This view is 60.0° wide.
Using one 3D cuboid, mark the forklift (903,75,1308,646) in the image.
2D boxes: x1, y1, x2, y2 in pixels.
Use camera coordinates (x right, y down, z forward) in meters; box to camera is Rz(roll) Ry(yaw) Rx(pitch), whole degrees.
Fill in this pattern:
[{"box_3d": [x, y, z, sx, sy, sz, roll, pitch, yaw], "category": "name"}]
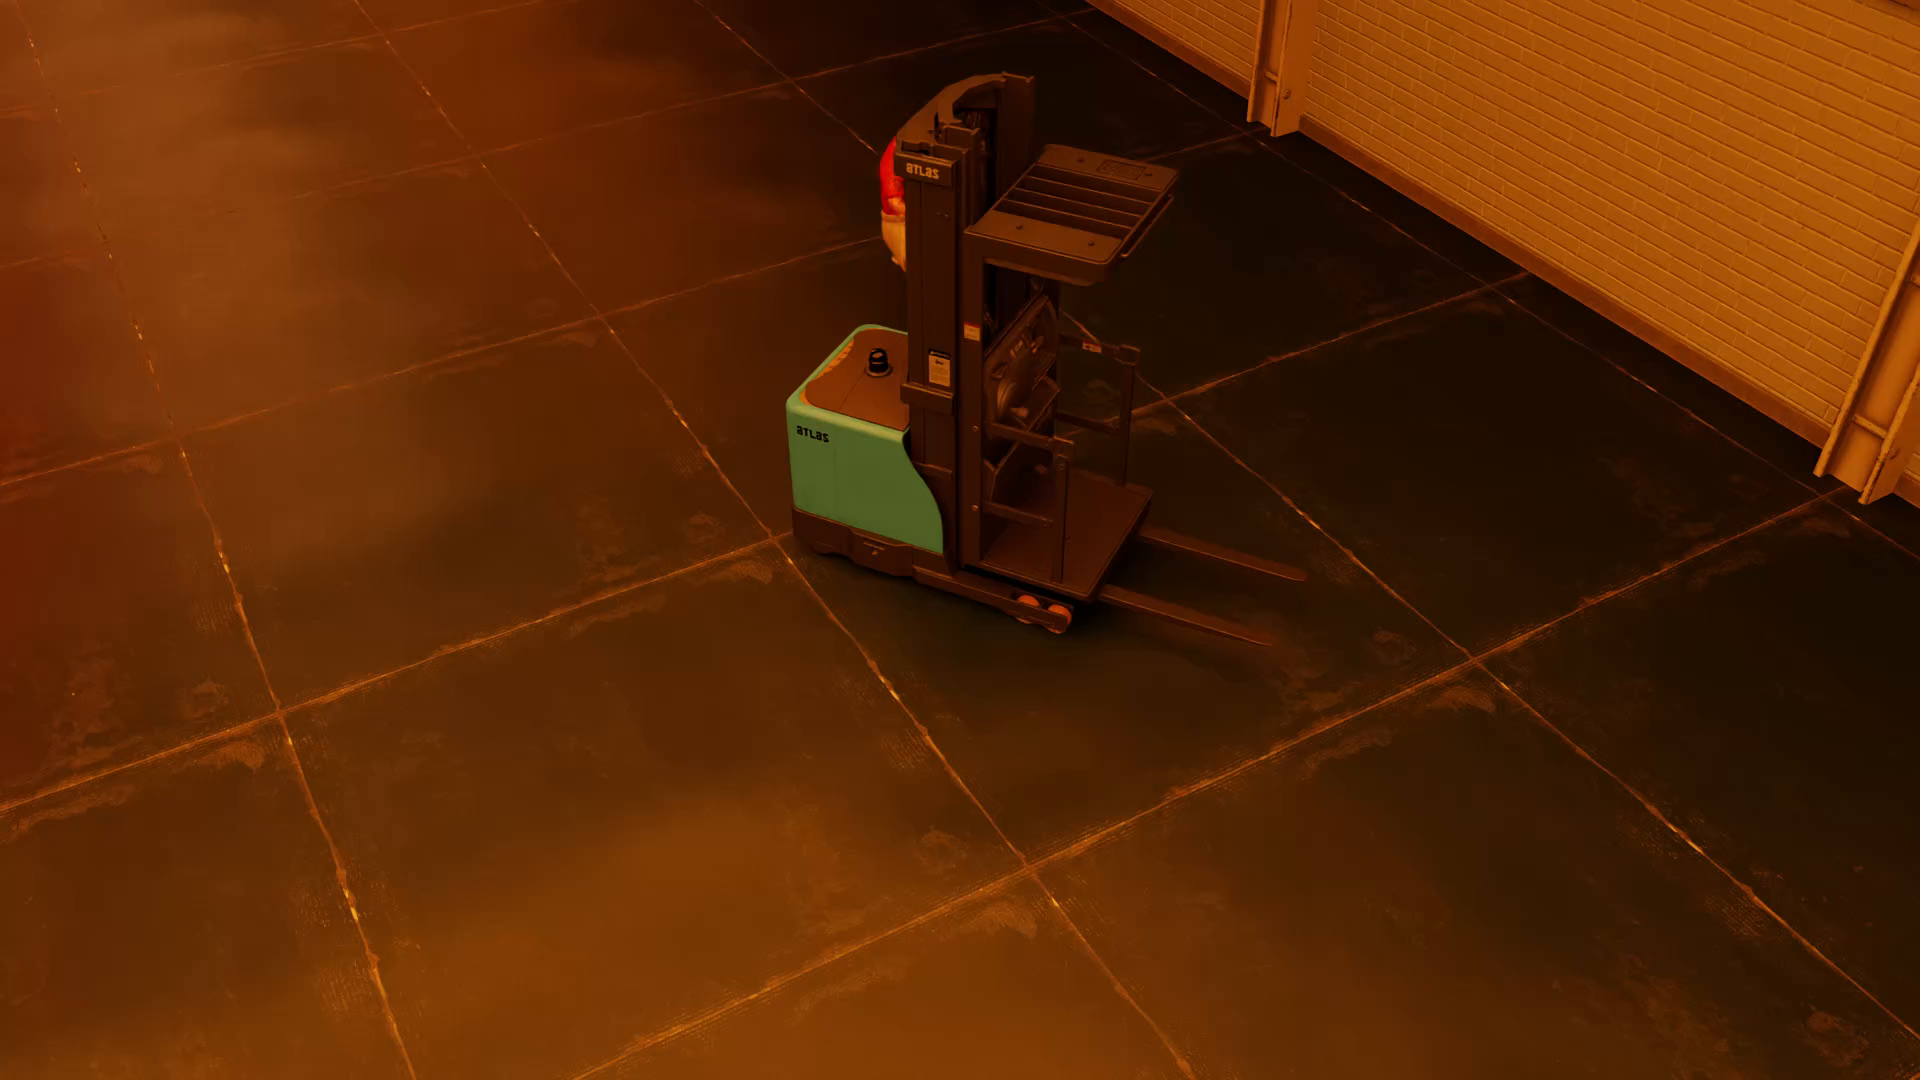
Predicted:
[{"box_3d": [0.596, -0.934, 9.212, 2.884, 2.867, 1.101, 17, 43, 19], "category": "forklift"}]
